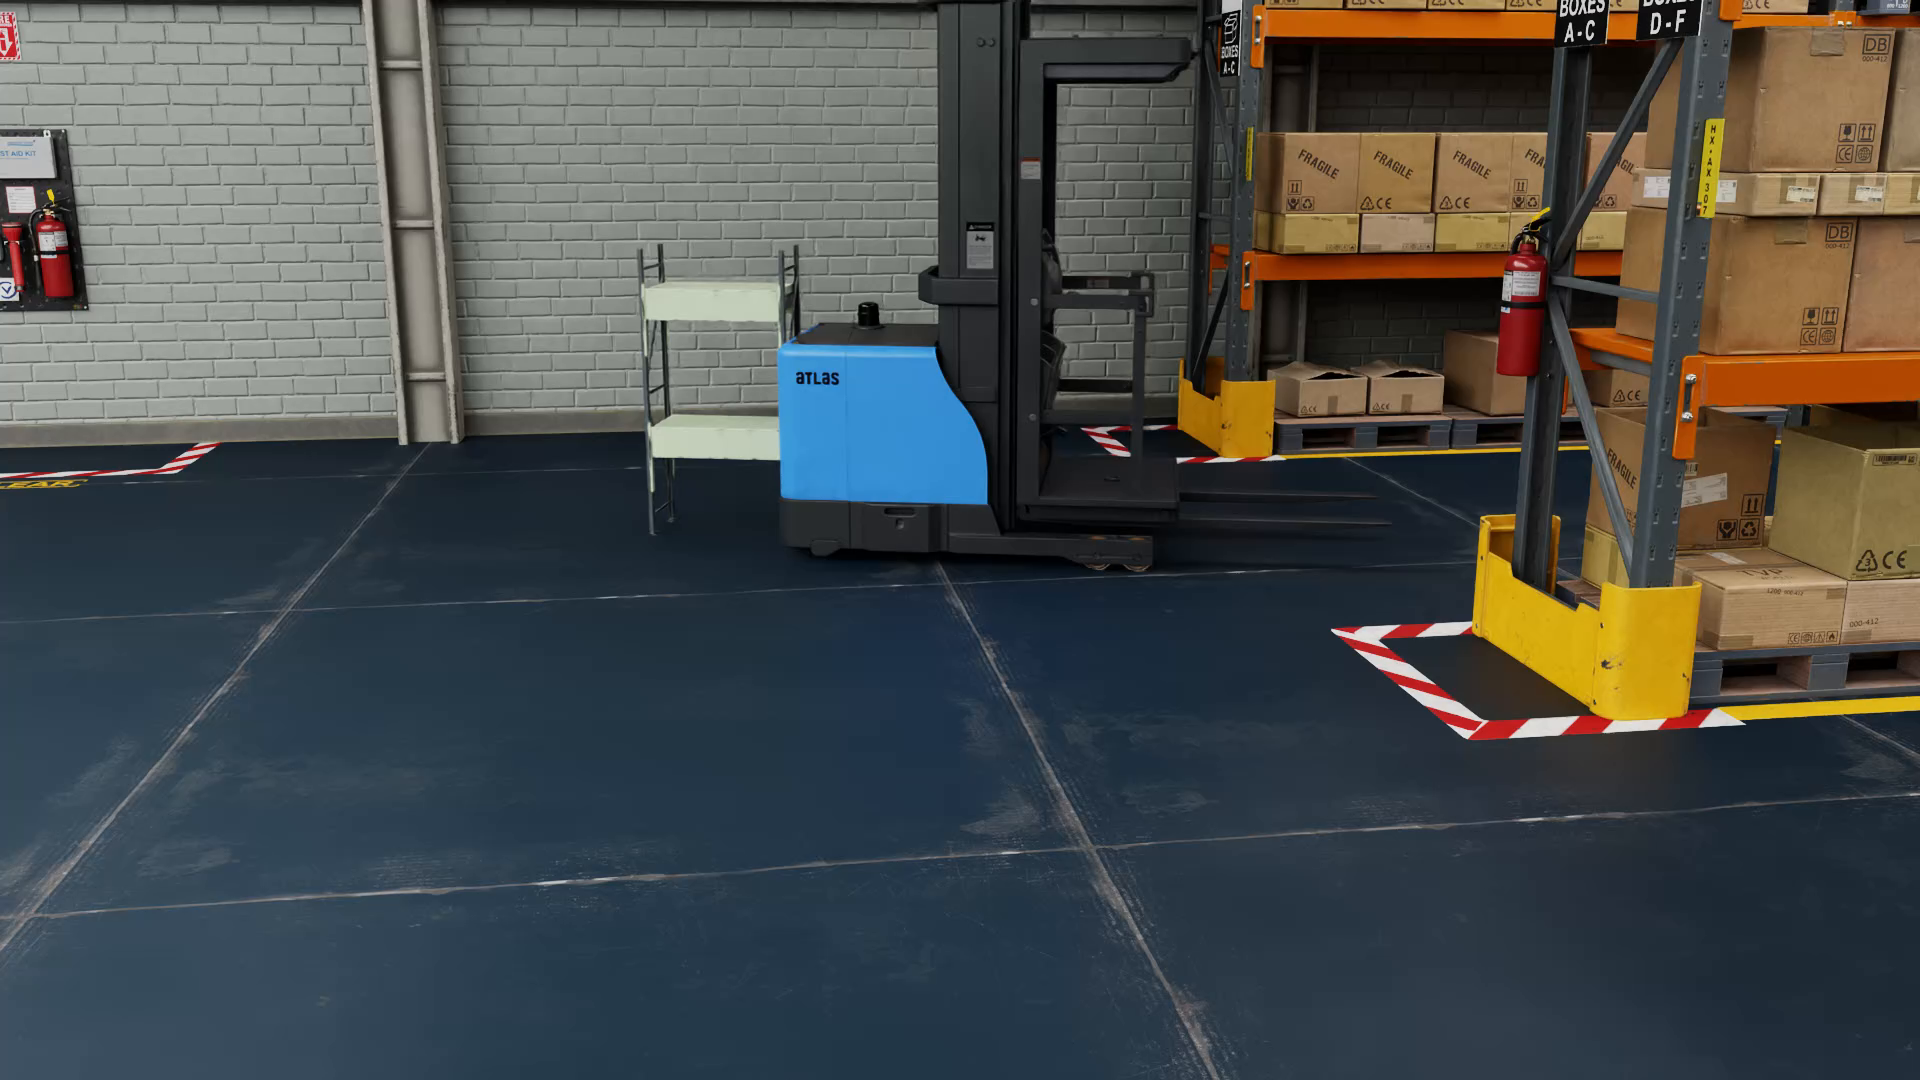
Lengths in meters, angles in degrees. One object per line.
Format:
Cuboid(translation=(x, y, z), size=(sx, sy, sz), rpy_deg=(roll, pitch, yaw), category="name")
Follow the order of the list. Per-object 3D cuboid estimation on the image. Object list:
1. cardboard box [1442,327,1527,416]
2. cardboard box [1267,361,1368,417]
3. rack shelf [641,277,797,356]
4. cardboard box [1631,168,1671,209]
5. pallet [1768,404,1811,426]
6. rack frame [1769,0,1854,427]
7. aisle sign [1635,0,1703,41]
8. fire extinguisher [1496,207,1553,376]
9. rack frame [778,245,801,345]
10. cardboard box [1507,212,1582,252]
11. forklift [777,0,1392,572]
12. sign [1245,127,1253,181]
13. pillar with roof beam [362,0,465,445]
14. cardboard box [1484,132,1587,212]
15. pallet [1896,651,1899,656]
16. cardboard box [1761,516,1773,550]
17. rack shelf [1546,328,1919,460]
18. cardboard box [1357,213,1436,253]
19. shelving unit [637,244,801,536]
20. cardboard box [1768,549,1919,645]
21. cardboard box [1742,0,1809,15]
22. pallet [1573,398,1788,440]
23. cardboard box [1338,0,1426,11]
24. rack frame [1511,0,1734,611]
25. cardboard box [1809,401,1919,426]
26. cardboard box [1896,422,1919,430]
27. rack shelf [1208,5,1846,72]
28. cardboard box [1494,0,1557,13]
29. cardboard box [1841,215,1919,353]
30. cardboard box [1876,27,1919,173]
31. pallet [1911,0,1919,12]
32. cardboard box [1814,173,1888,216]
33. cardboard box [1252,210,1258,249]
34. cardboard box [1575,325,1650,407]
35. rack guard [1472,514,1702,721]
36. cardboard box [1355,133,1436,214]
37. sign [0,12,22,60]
Cuboid(translation=(3.725, -1.170, 11.453), size=(0.500, 0.500, 0.700), rpy_deg=(-3, 14, -12), category="cardboard box")
Cuboid(translation=(2.428, -1.043, 11.336), size=(0.500, 0.311, 0.500), rpy_deg=(-4, 15, -15), category="cardboard box")
Cuboid(translation=(-1.245, -1.166, 8.684), size=(0.720, 0.370, 0.431), rpy_deg=(2, 14, 6), category="rack shelf")
Cuboid(translation=(2.822, -1.361, 6.445), size=(0.250, 0.149, 0.380), rpy_deg=(-2, 14, -9), category="cardboard box")
Cuboid(translation=(6.456, -0.951, 12.080), size=(1.213, 0.211, 1.003), rpy_deg=(-2, 14, -8), category="pallet")
Cuboid(translation=(5.686, -2.275, 11.627), size=(0.127, 3.000, 1.000), rpy_deg=(-2, 14, -8), category="rack frame")
Cuboid(translation=(2.453, -2.123, 5.678), size=(0.004, 0.787, 0.394), rpy_deg=(-2, 14, -8), category="aisle sign")
Cuboid(translation=(2.286, -1.008, 6.736), size=(0.183, 0.674, 0.296), rpy_deg=(-2, 14, -8), category="fire extinguisher")
Cuboid(translation=(-0.881, -0.778, 8.739), size=(0.023, 1.500, 0.400), rpy_deg=(2, 14, 6), category="rack frame")
Cuboid(translation=(3.777, -2.065, 11.058), size=(0.500, 0.250, 0.500), rpy_deg=(-2, 14, -8), category="cardboard box")
Cuboid(translation=(0.643, -1.404, 8.295), size=(3.031, 2.935, 1.130), rpy_deg=(2, 14, 6), category="forklift")
Cuboid(translation=(1.812, -2.419, 10.423), size=(0.005, 0.325, 0.100), rpy_deg=(-2, 14, -8), category="sign")
Cuboid(translation=(-2.998, -4.020, 6.254), size=(0.400, 9.000, 9.100), rpy_deg=(-2, 14, -8), category="pillar with roof beam")
Cuboid(translation=(3.758, -2.430, 10.970), size=(0.500, 0.500, 0.500), rpy_deg=(-2, 14, -7), category="cardboard box")
Cuboid(translation=(4.426, 0.333, 6.961), size=(1.213, 0.211, 1.003), rpy_deg=(-2, 14, -8), category="pallet")
Cuboid(translation=(3.451, 0.080, 7.026), size=(0.500, 0.250, 0.500), rpy_deg=(-2, 14, -8), category="cardboard box")
Cuboid(translation=(4.450, -0.662, 6.674), size=(4.000, 0.370, 1.077), rpy_deg=(-2, 14, -8), category="rack shelf")
Cuboid(translation=(2.772, -2.030, 10.919), size=(0.500, 0.250, 0.500), rpy_deg=(-3, 14, -10), category="cardboard box")
Cuboid(translation=(-1.245, -0.788, 8.779), size=(0.755, 1.500, 0.431), rpy_deg=(2, 14, 6), category="shelving unit")
Cuboid(translation=(3.530, 0.207, 6.521), size=(0.500, 0.250, 0.500), rpy_deg=(-2, 14, -8), category="cardboard box")
Cuboid(translation=(5.221, -3.710, 10.937), size=(0.500, 0.500, 0.500), rpy_deg=(-2, 14, -7), category="cardboard box")
Cuboid(translation=(5.027, -0.890, 11.835), size=(1.213, 0.211, 1.003), rpy_deg=(-2, 14, -8), category="pallet")
Cuboid(translation=(2.635, -3.606, 10.521), size=(0.500, 0.500, 0.500), rpy_deg=(-1, 14, -5), category="cardboard box")
Cuboid(translation=(2.472, -0.939, 6.298), size=(0.127, 3.000, 1.000), rpy_deg=(-2, 14, -8), category="rack frame")
Cuboid(translation=(3.945, -0.303, 7.012), size=(0.500, 0.500, 0.500), rpy_deg=(-2, 14, -8), category="cardboard box")
Cuboid(translation=(4.022, -0.178, 6.513), size=(0.500, 0.500, 0.500), rpy_deg=(-2, 14, -8), category="cardboard box")
Cuboid(translation=(3.708, -3.308, 11.060), size=(4.000, 0.370, 1.077), rpy_deg=(-2, 14, -8), category="rack shelf")
Cuboid(translation=(3.674, -3.650, 10.698), size=(0.500, 0.500, 0.500), rpy_deg=(-1, 14, -5), category="cardboard box")
Cuboid(translation=(3.454, -1.021, 6.421), size=(0.500, 0.500, 0.700), rpy_deg=(-2, 14, -7), category="cardboard box")
Cuboid(translation=(3.507, -1.652, 6.272), size=(0.500, 0.500, 0.700), rpy_deg=(-2, 14, -10), category="cardboard box")
Cuboid(translation=(7.337, -3.674, 11.424), size=(1.003, 0.211, 1.213), rpy_deg=(-2, 14, -8), category="pallet")
Cuboid(translation=(3.153, -1.274, 6.098), size=(0.250, 0.149, 0.380), rpy_deg=(-2, 14, -10), category="cardboard box")
Cuboid(translation=(2.164, -2.131, 11.318), size=(0.500, 0.250, 0.500), rpy_deg=(-2, 14, -7), category="cardboard box")
Cuboid(translation=(4.666, -1.229, 11.689), size=(0.500, 0.500, 0.500), rpy_deg=(-3, 14, -13), category="cardboard box")
Cuboid(translation=(2.449, 0.275, 6.598), size=(0.348, 0.500, 1.175), rpy_deg=(-2, 14, -8), category="rack guard")
Cuboid(translation=(2.738, -2.391, 10.816), size=(0.500, 0.500, 0.500), rpy_deg=(-2, 14, -8), category="cardboard box")
Cuboid(translation=(-6.111, -3.214, 10.604), size=(0.199, 0.298, 0.001), rpy_deg=(-2, 14, -8), category="sign")
